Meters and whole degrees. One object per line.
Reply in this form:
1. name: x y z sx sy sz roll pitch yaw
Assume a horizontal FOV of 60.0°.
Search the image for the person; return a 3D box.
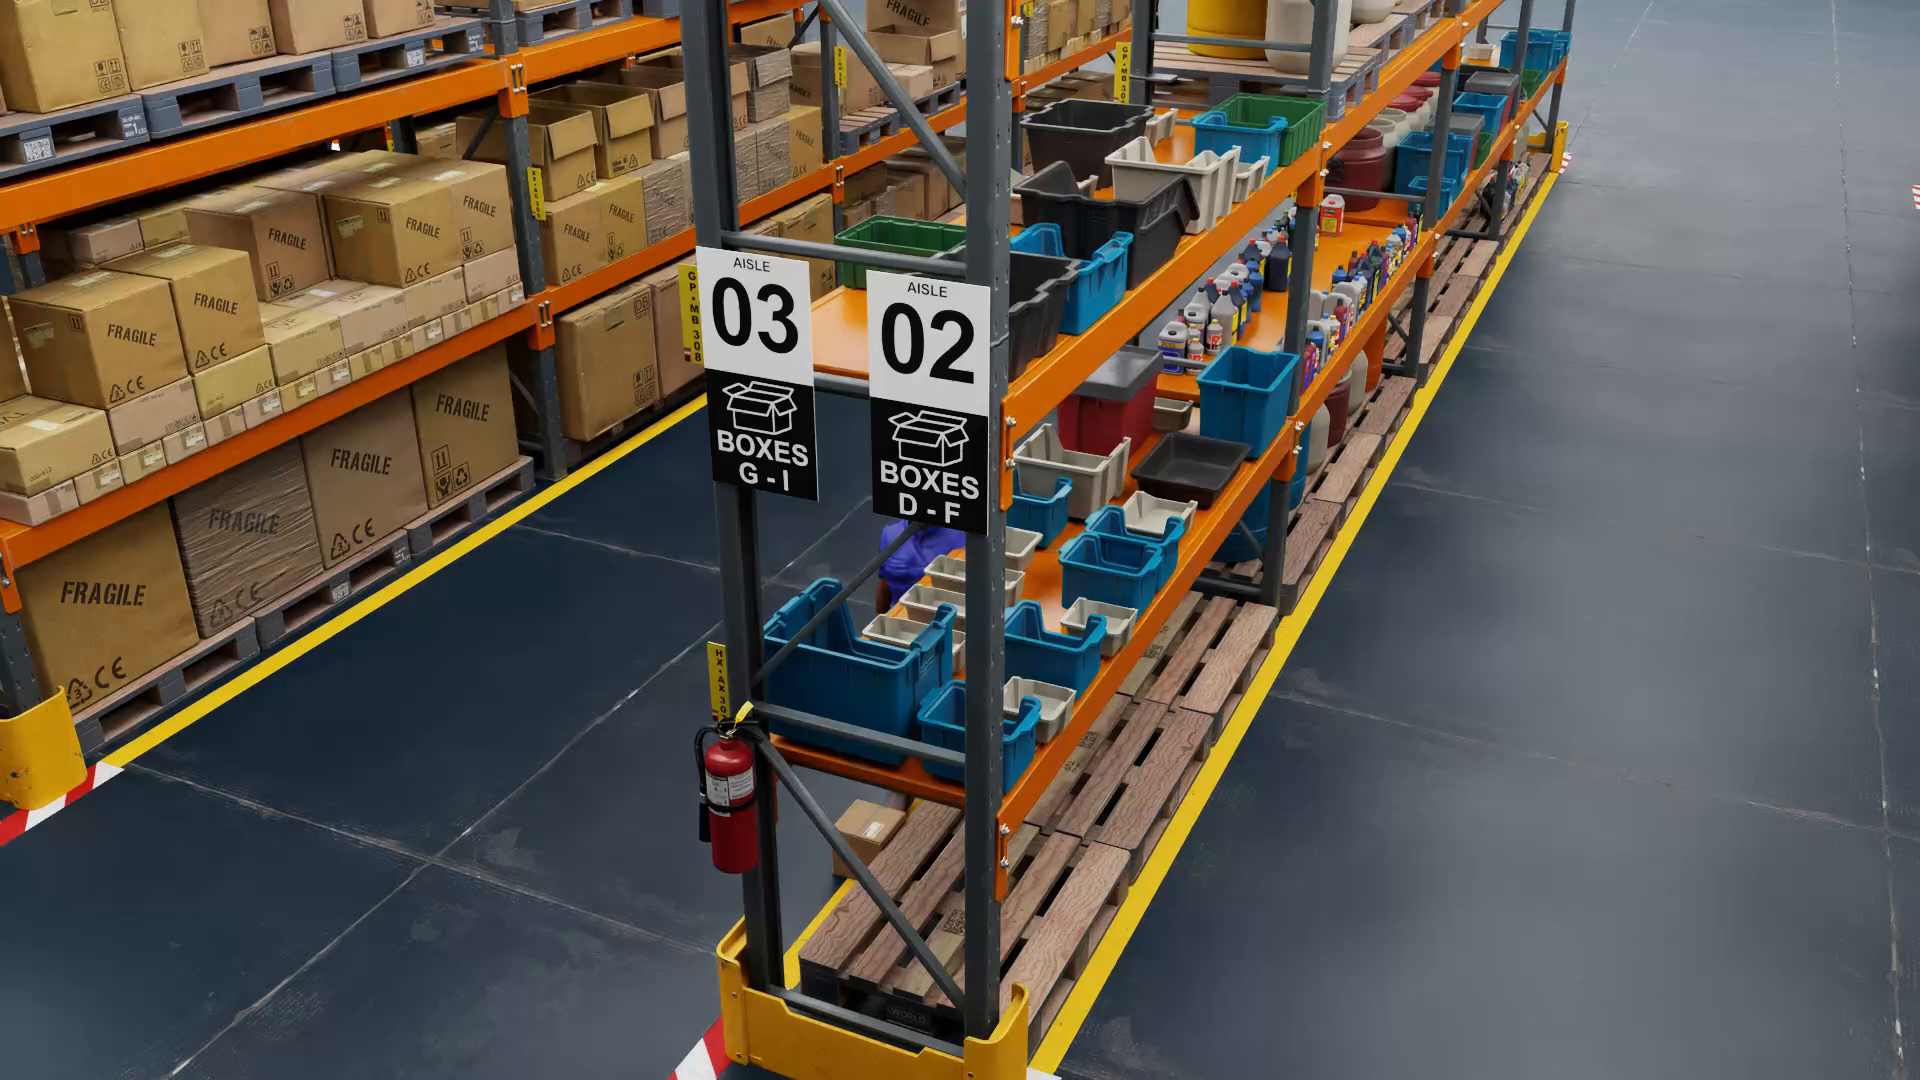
1. person: -0.178 0.456 7.672 0.464 1.625 0.761 4 27 7
